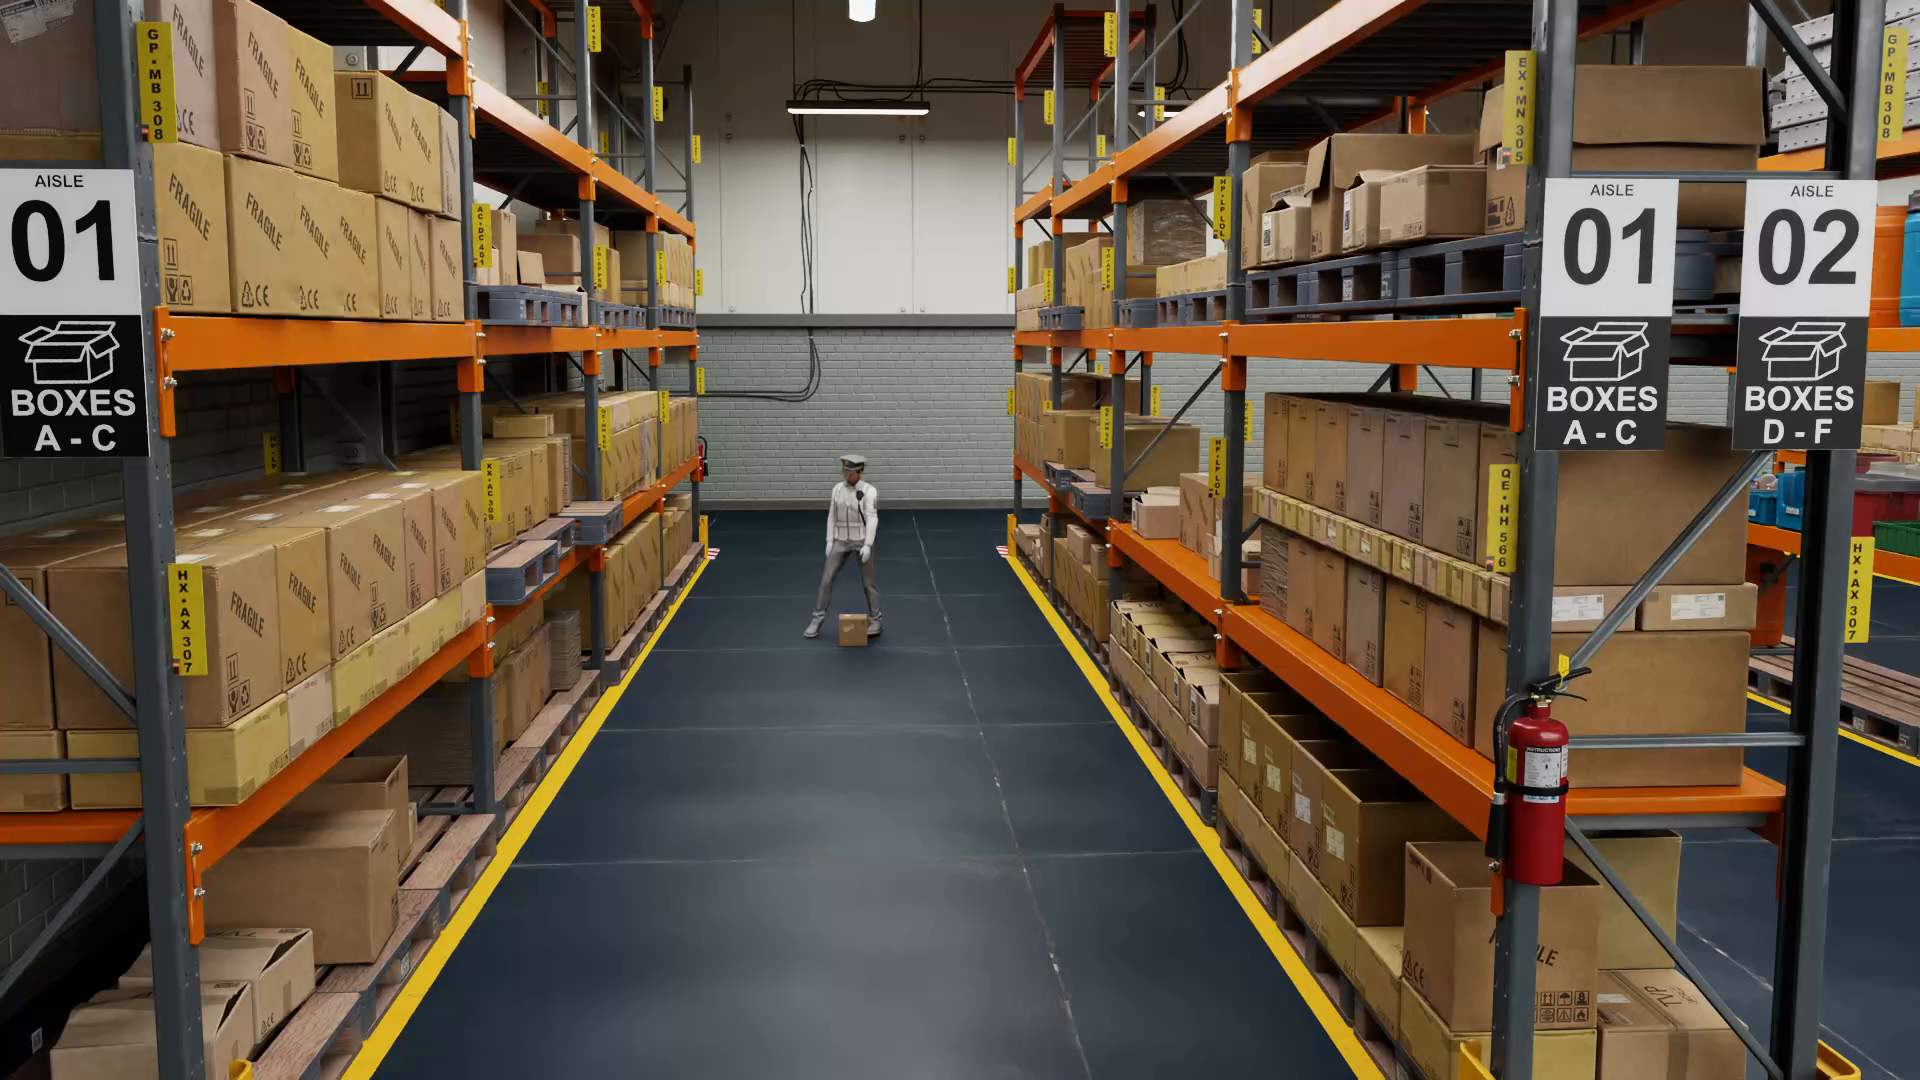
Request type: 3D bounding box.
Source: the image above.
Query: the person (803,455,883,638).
[{"bbox_3d":[-1.079,0.050,15.263,0.651,1.659,0.511,2,7,15],"label":"person"}]
